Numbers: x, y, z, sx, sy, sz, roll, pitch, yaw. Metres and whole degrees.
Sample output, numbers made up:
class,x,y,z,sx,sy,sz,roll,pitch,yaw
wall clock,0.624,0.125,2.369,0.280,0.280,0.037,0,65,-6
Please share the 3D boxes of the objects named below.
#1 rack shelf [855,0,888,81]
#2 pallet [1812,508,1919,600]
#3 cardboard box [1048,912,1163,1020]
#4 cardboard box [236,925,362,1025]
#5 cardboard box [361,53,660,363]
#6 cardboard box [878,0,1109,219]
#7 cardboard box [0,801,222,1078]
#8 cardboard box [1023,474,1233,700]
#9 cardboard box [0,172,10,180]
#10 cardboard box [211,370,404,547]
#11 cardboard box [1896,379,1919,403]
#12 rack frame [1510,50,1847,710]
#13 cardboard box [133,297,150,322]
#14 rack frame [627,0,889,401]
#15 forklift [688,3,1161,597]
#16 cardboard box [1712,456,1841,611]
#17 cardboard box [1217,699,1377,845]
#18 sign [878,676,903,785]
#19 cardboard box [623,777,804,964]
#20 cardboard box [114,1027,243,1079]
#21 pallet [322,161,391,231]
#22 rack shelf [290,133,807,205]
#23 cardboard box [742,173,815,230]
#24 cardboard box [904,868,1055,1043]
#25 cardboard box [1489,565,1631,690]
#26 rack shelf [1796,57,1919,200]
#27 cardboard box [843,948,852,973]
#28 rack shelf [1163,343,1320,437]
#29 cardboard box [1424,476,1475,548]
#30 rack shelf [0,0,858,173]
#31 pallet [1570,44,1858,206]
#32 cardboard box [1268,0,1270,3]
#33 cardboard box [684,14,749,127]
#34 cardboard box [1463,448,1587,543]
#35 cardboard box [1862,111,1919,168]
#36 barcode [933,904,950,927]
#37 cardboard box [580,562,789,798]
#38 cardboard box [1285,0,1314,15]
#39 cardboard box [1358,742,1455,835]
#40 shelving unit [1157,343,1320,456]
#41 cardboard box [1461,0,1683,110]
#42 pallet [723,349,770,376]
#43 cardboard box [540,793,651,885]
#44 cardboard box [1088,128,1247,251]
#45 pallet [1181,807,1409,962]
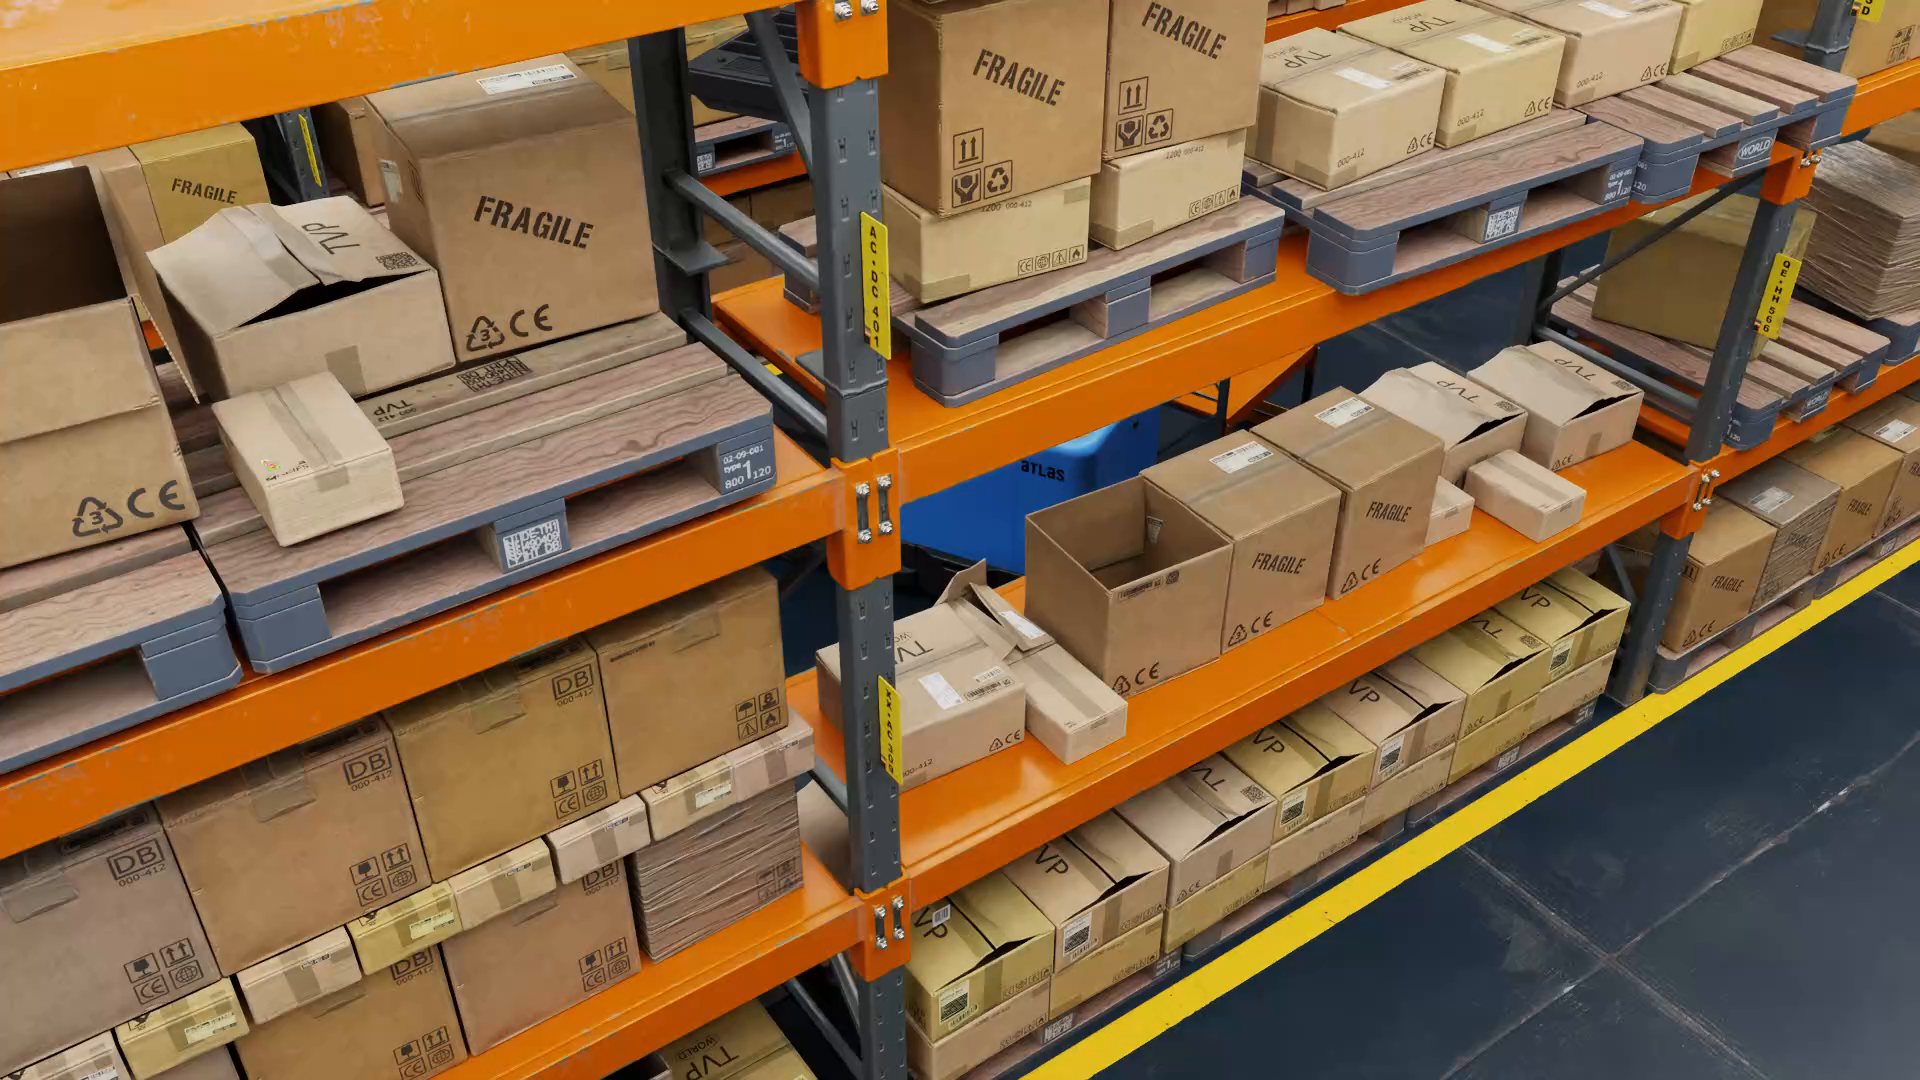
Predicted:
class,x,y,z,sx,sy,sz,roll,pitch,yaw
rack shelf,1.127,-2.020,4.624,4.000,0.370,1.077,-22,41,-28
pallet,4.390,-0.221,8.690,1.213,0.211,1.003,-22,41,-28
cardboard box,0.383,1.391,6.056,0.500,0.250,0.500,-21,41,-27
cardboard box,-1.645,0.950,4.033,0.250,0.149,0.380,-21,41,-27
cardboard box,-1.071,-0.809,3.984,0.500,0.500,0.500,-19,40,-24
cardboard box,0.019,-1.187,4.202,0.500,0.500,0.500,-22,41,-27
cardboard box,-2.097,0.725,3.790,0.500,0.500,0.700,-22,41,-28
cardboard box,0.560,0.165,5.679,0.500,0.500,0.500,-19,40,-25
cardboard box,-4.395,-1.340,7.326,0.500,0.500,0.500,-24,42,-29
cardboard box,-1.336,-0.173,3.402,0.250,0.149,0.380,-22,41,-28
cardboard box,4.974,-0.588,8.575,0.500,0.500,0.500,-22,41,-27
rack frame,2.762,-0.712,6.984,0.127,3.000,1.000,-22,41,-28
cardboard box,-3.989,-1.209,7.787,0.500,0.250,0.500,-22,41,-28
rack frame,-0.508,-1.802,3.362,0.127,3.000,1.000,-22,41,-28
forklift,-0.561,-1.349,7.929,3.031,2.935,1.130,16,39,21
cardboard box,3.723,-0.071,7.857,0.500,0.500,0.500,-24,42,-29
cardboard box,1.230,0.814,6.378,0.500,0.311,0.500,-21,41,-27
sign,-0.187,0.514,4.470,0.005,0.325,0.100,-22,41,-28
cardboard box,-0.867,0.745,4.873,0.500,0.500,0.700,-24,42,-29
cardboard box,-2.124,1.265,4.149,0.500,0.500,0.700,-21,41,-27
pallet,-2.656,-1.839,8.716,1.213,0.211,1.003,-22,41,-28
rack shelf,-1.730,-2.110,9.544,4.000,0.370,1.077,-22,41,-28
cardboard box,-1.155,-2.114,10.056,0.500,0.250,0.500,-22,41,-27
cardboard box,-0.026,1.332,5.658,0.500,0.311,0.500,-22,41,-28
cardboard box,2.476,0.300,7.092,0.500,0.311,0.500,-21,41,-27
rack shelf,4.397,-2.310,7.254,4.000,0.370,1.077,-22,41,-28
cardboard box,-0.336,1.302,6.180,0.500,0.250,0.500,-23,42,-28
rack shelf,1.419,-0.848,8.765,0.538,0.185,1.000,24,42,29
cardboard box,1.752,-0.154,6.424,0.250,0.149,0.380,-19,40,-25
rack shelf,-2.142,-0.675,2.753,4.000,0.370,1.077,-22,41,-28
pallet,2.259,-1.582,5.787,1.003,0.211,1.213,-20,40,-26
cardboard box,1.711,-3.803,10.924,0.500,0.500,0.500,-21,41,-27
cardboard box,-1.479,-2.701,9.288,0.500,0.500,0.700,-22,41,-28
cardboard box,2.186,-0.175,6.454,0.250,0.149,0.380,-22,41,-28
cardboard box,4.623,-1.645,7.836,0.700,0.500,0.500,26,43,32
barcode,-0.059,1.193,5.278,0.075,0.075,0.001,-22,41,-28
cardboard box,-0.867,0.219,4.494,0.500,0.500,0.700,-22,41,-28
cardboard box,2.211,-3.748,11.404,0.250,0.149,0.380,-22,41,-28
cardboard box,1.640,0.870,6.780,0.500,0.250,0.500,-21,41,-27
shelving unit,1.424,-0.998,8.666,0.587,1.500,1.083,24,42,29
cardboard box,2.005,-1.675,5.523,0.500,0.250,0.500,-21,41,-27
pallet,-1.731,-1.273,10.152,1.213,0.211,1.003,-22,41,-28
cardboard box,-1.022,0.695,4.387,0.250,0.149,0.380,-24,42,-29
cardboard box,0.449,-1.083,4.699,0.500,0.250,0.500,-27,44,-32
pallet,1.070,1.086,6.872,1.213,0.211,1.003,-22,41,-28
